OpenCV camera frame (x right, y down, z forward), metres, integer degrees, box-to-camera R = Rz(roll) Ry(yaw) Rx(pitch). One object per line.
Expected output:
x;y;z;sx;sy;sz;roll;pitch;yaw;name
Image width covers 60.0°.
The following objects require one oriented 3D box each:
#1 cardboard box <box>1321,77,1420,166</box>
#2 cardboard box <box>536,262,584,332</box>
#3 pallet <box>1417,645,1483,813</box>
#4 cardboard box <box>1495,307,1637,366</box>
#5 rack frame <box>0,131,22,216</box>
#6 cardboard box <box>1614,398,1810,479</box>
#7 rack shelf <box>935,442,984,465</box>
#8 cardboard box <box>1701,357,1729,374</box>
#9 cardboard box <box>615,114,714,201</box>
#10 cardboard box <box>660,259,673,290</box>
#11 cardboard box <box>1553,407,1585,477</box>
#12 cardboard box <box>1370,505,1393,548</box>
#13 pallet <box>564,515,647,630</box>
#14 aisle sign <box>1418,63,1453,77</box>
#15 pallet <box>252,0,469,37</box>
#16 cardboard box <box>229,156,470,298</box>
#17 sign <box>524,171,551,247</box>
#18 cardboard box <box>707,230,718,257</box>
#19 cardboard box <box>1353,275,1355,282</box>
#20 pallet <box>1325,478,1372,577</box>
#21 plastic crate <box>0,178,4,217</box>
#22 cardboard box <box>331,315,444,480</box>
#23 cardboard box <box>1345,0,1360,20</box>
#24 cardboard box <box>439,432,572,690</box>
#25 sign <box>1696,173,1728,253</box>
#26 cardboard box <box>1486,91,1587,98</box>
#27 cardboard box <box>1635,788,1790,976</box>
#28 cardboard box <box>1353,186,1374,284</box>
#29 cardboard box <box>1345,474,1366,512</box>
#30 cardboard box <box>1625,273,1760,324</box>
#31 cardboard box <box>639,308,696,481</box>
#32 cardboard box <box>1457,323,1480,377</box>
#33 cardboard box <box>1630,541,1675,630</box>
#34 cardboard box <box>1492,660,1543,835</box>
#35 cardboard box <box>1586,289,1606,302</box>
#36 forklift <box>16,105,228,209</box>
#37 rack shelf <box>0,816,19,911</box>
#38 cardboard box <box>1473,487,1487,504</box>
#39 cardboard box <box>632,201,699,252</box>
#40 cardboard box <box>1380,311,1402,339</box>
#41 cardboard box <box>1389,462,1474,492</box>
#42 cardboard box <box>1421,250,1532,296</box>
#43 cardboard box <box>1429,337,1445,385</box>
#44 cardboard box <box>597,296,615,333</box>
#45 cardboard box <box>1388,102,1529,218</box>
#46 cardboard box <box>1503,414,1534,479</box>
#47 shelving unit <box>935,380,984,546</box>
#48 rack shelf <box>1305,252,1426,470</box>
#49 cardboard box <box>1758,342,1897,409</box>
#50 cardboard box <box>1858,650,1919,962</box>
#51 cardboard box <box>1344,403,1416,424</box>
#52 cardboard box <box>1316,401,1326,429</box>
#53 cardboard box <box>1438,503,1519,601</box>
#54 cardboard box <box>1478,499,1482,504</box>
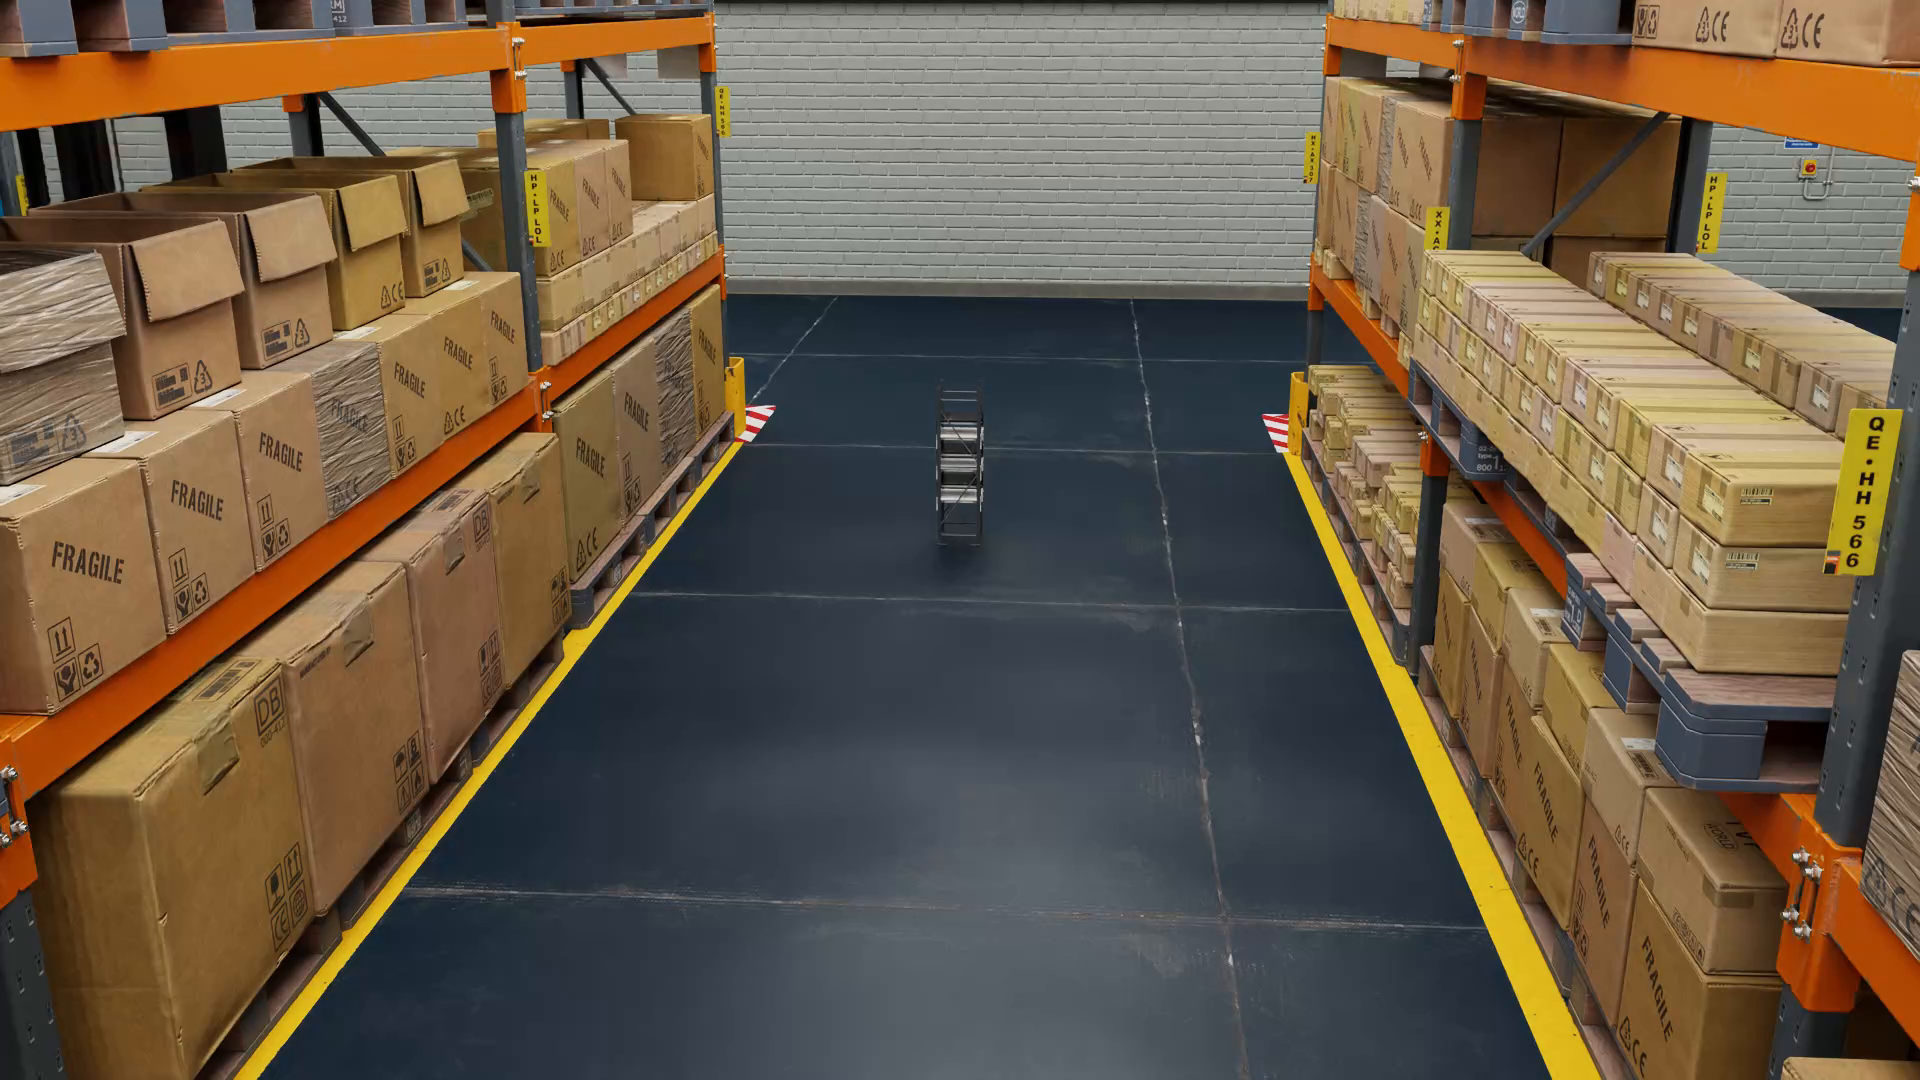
2.527;-2.581;10.240;0.500;0.500;0.500;1;18;4;cardboard box
-2.108;-1.161;7.912;0.500;0.250;0.500;1;18;3;cardboard box
2.483;0.758;6.770;1.003;0.211;1.213;1;18;4;pallet
1.958;-0.658;5.387;0.380;0.149;0.250;2;18;6;cardboard box
-7.056;-2.304;11.636;1.000;3.000;0.127;1;18;4;rack frame
1.867;-0.251;4.145;0.380;0.149;0.250;2;18;6;cardboard box
0.001;-0.484;9.273;0.258;0.077;0.200;1;18;4;rack shelf
2.615;-0.493;5.360;0.380;0.149;0.250;1;18;4;cardboard box
-1.889;-2.462;10.679;0.500;0.500;0.500;2;18;5;cardboard box
-1.903;-1.558;9.764;0.380;0.149;0.250;1;18;4;cardboard box
1.904;-0.271;4.684;0.380;0.149;0.250;1;18;4;cardboard box
2.251;-0.068;8.238;0.380;0.149;0.250;1;18;2;cardboard box
-2.270;0.140;8.657;1.003;0.211;1.213;1;18;4;pallet
3.128;-3.302;10.509;0.394;0.787;0.004;1;18;4;aisle sign
-2.419;-1.999;6.197;0.805;0.209;1.217;1;18;2;pallet
-2.440;-1.276;6.729;0.797;0.503;0.637;1;18;2;cardboard box
-1.861;-1.454;7.311;0.100;0.325;0.005;1;18;4;sign
-1.813;-1.956;10.978;0.380;0.149;0.250;2;18;5;cardboard box
2.542;-1.592;9.869;0.380;0.149;0.250;2;18;6;cardboard box
2.635;-0.073;9.306;1.003;0.211;1.213;1;18;4;pallet
-6.894;-2.241;11.291;0.616;0.435;0.499;1;18;4;plastic crate
-2.237;-0.531;6.065;0.500;0.500;0.500;1;18;3;cardboard box
2.495;-3.108;9.514;0.500;0.250;0.500;2;18;6;cardboard box
-2.429;0.059;7.164;1.225;0.875;0.875;1;18;4;cardboard box
3.091;-1.347;6.859;0.100;0.325;0.005;1;18;4;sign
2.940;-2.084;8.721;0.500;0.500;0.500;1;18;2;cardboard box
2.038;0.847;4.155;0.500;0.250;0.500;1;18;3;cardboard box
2.425;-1.629;8.940;0.500;0.500;0.500;1;18;2;cardboard box
2.369;-0.259;9.301;0.380;0.149;0.250;1;18;4;cardboard box
2.664;-0.879;6.061;0.380;0.149;0.250;1;18;2;cardboard box
-2.147;-0.900;10.089;0.875;0.875;0.875;1;18;4;cardboard box
1.997;-0.677;5.922;0.380;0.149;0.250;1;18;2;cardboard box
1.847;0.113;3.990;0.380;0.149;0.250;1;18;4;cardboard box
2.159;0.731;5.716;0.500;0.500;0.500;2;18;5;cardboard box
2.705;-0.902;6.610;0.380;0.149;0.250;2;18;6;cardboard box
-4.844;-1.532;9.390;1.130;2.935;3.031;3;18;8;forklift
-2.833;1.255;1.932;1.077;0.370;4.000;1;18;4;rack shelf
2.812;-0.284;8.420;0.380;0.149;0.250;1;18;2;cardboard box
-1.923;-1.949;10.317;0.500;0.250;0.500;1;18;3;cardboard box
2.345;-1.112;8.402;0.380;0.149;0.250;1;18;2;cardboard box
2.389;-0.289;8.436;0.380;0.149;0.250;2;18;6;cardboard box
2.050;-1.059;6.612;0.380;0.149;0.250;2;18;7;cardboard box
2.036;-0.690;6.442;0.380;0.149;0.250;2;18;5;cardboard box
-1.996;-1.161;8.552;0.380;0.149;0.250;1;18;2;cardboard box
2.333;-1.785;7.810;0.500;0.500;0.500;1;18;2;cardboard box
1.941;-0.293;5.228;0.380;0.149;0.250;0;18;1;cardboard box
0.001;-0.430;9.291;0.258;0.900;0.210;1;18;4;shelving unit
2.680;-1.088;9.081;1.077;0.370;4.000;1;18;4;rack shelf
2.569;-0.477;4.834;0.380;0.149;0.250;2;18;6;cardboard box
1.949;0.520;2.859;0.500;0.500;0.500;1;18;5;cardboard box
2.437;-0.695;9.675;0.380;0.149;0.250;2;18;6;cardboard box
2.454;-0.796;10.462;0.380;0.149;0.250;1;18;4;cardboard box
2.221;0.047;6.598;0.500;0.250;0.500;0;18;1;cardboard box
2.815;-0.141;8.462;0.380;0.149;0.250;0;18;1;cardboard box
